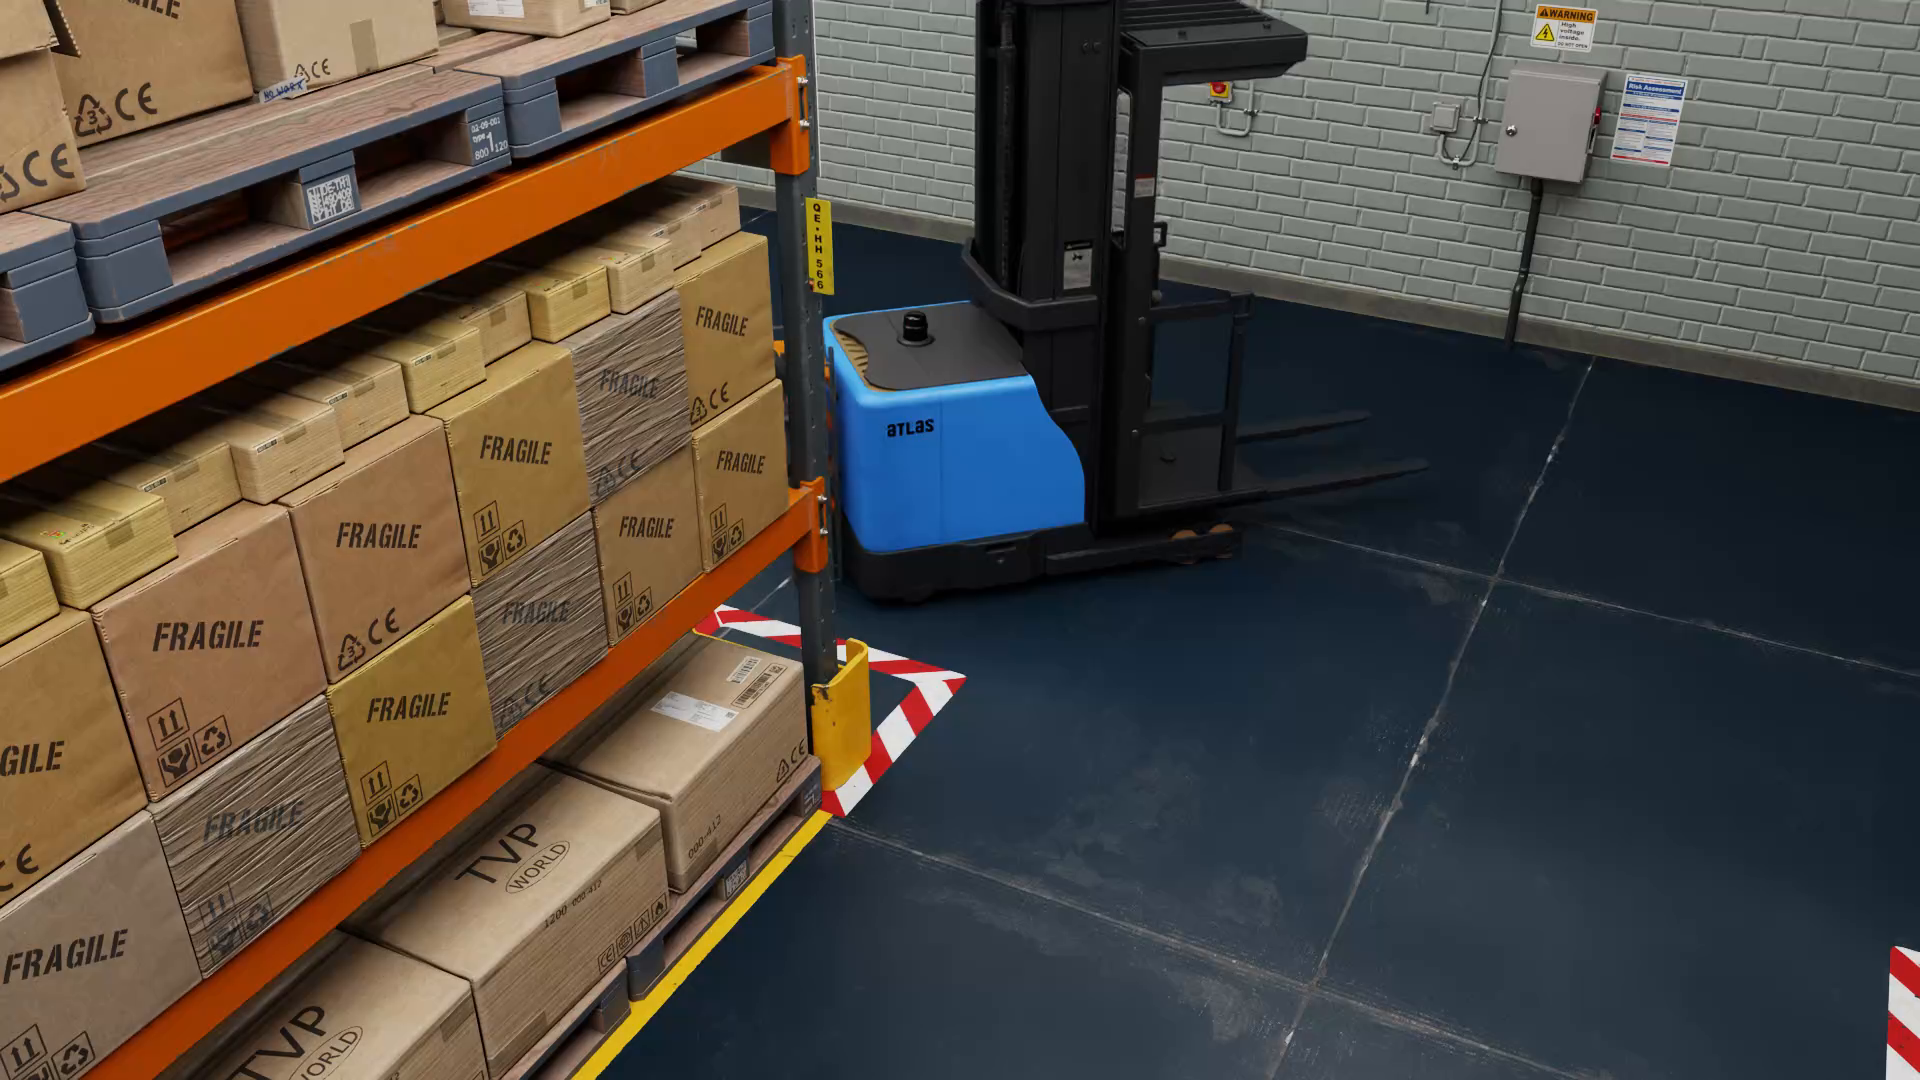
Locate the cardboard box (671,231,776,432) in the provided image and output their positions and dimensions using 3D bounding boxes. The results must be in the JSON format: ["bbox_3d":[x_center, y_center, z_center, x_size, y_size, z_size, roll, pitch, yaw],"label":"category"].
[{"bbox_3d":[-0.954,-0.709,5.369,0.500,0.500,0.500,15,33,25],"label":"cardboard box"}]

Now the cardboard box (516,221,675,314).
[{"bbox_3d":[-1.068,-0.802,4.879,0.380,0.149,0.250,14,33,23],"label":"cardboard box"}]

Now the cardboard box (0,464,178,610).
[{"bbox_3d":[-1.897,-0.014,3.506,0.380,0.149,0.250,13,32,22],"label":"cardboard box"}]

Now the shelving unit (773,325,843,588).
[{"bbox_3d":[-0.745,-0.429,7.792,0.258,1.200,0.503,-9,31,-15],"label":"shelving unit"}]

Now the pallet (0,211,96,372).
[{"bbox_3d":[-2.386,-0.350,2.924,1.003,0.211,1.213,14,33,23],"label":"pallet"}]

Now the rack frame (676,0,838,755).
[{"bbox_3d":[-0.946,-0.500,6.109,1.000,3.000,0.127,14,33,23],"label":"rack frame"}]

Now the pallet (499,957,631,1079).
[{"bbox_3d":[-1.797,1.620,5.217,1.003,0.211,1.213,14,33,23],"label":"pallet"}]

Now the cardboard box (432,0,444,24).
[{"bbox_3d":[-1.646,-1.487,4.546,0.380,0.149,0.250,16,33,25],"label":"cardboard box"}]

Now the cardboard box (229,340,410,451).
[{"bbox_3d":[-1.600,-0.364,4.115,0.380,0.149,0.250,15,33,25],"label":"cardboard box"}]

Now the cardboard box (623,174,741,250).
[{"bbox_3d":[-0.931,-1.054,5.317,0.380,0.149,0.250,15,33,24],"label":"cardboard box"}]

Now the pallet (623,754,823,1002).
[{"bbox_3d":[-1.241,1.081,6.155,1.003,0.211,1.213,14,33,23],"label":"pallet"}]

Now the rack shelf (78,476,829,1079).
[{"bbox_3d":[-1.857,0.698,4.744,1.077,0.370,4.000,14,33,23],"label":"rack shelf"}]

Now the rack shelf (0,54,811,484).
[{"bbox_3d":[-1.857,-0.602,3.997,1.077,0.370,4.000,14,33,23],"label":"rack shelf"}]

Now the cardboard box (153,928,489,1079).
[{"bbox_3d":[-1.979,1.551,4.688,0.875,0.438,0.875,13,32,22],"label":"cardboard box"}]

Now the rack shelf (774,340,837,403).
[{"bbox_3d":[-0.745,-0.769,7.596,0.258,0.148,0.480,-9,31,-15],"label":"rack shelf"}]

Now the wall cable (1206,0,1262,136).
[{"bbox_3d":[1.602,-3.459,10.210,0.585,1.953,0.123,14,33,23],"label":"wall cable"}]

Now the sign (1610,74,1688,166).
[{"bbox_3d":[3.940,-2.403,9.517,0.329,0.494,0.001,14,33,23],"label":"sign"}]

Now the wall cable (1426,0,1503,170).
[{"bbox_3d":[2.870,-3.129,9.667,0.588,1.984,0.122,14,33,23],"label":"wall cable"}]

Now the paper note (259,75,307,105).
[{"bbox_3d":[-1.385,-0.922,3.405,0.006,0.032,0.123,14,33,23],"label":"paper note"}]

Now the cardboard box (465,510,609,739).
[{"bbox_3d":[-1.398,0.180,4.825,0.500,0.500,0.500,15,33,25],"label":"cardboard box"}]

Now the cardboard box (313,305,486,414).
[{"bbox_3d":[-1.464,-0.476,4.311,0.380,0.149,0.250,15,33,24],"label":"cardboard box"}]

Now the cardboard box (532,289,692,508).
[{"bbox_3d":[-1.166,-0.471,4.954,0.500,0.500,0.500,14,33,23],"label":"cardboard box"}]

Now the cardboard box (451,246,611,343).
[{"bbox_3d":[-1.219,-0.700,4.701,0.380,0.149,0.250,15,33,24],"label":"cardboard box"}]

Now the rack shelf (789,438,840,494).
[{"bbox_3d":[-0.745,-0.370,7.825,0.258,0.148,0.480,-9,31,-15],"label":"rack shelf"}]

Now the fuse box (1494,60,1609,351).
[{"bbox_3d":[3.406,-1.905,9.850,0.539,1.711,0.414,14,33,23],"label":"fuse box"}]

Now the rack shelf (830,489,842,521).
[{"bbox_3d":[-0.744,-0.198,7.924,0.258,0.148,0.480,-9,31,-15],"label":"rack shelf"}]

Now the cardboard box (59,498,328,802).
[{"bbox_3d":[-1.856,0.193,3.798,0.500,0.500,0.500,15,33,24],"label":"cardboard box"}]

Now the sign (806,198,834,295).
[{"bbox_3d":[-0.469,-0.976,5.537,0.100,0.325,0.005,14,33,23],"label":"sign"}]

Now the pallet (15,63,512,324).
[{"bbox_3d":[-1.829,-0.888,3.862,1.003,0.211,1.213,14,33,23],"label":"pallet"}]

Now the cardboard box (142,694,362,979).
[{"bbox_3d":[-1.856,0.640,4.023,0.500,0.500,0.500,15,33,24],"label":"cardboard box"}]

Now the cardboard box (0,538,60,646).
[{"bbox_3d":[-2.044,0.097,3.313,0.380,0.149,0.250,14,33,23],"label":"cardboard box"}]

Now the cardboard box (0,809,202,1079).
[{"bbox_3d":[-2.088,0.859,3.642,0.500,0.500,0.500,15,33,24],"label":"cardboard box"}]

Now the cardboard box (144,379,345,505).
[{"bbox_3d":[-1.683,-0.237,3.895,0.380,0.149,0.250,14,33,23],"label":"cardboard box"}]

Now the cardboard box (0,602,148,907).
[{"bbox_3d":[-2.100,0.417,3.407,0.500,0.500,0.500,14,33,23],"label":"cardboard box"}]

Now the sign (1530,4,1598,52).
[{"bbox_3d":[3.451,-2.927,9.505,0.339,0.242,0.001,14,33,23],"label":"sign"}]

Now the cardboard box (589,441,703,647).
[{"bbox_3d":[-1.172,-0.051,5.226,0.500,0.500,0.500,14,33,22],"label":"cardboard box"}]

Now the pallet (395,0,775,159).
[{"bbox_3d":[-1.275,-1.431,4.807,1.003,0.211,1.213,14,33,23],"label":"pallet"}]

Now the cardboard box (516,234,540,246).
[{"bbox_3d":[-1.410,-1.032,5.278,0.380,0.149,0.250,15,33,24],"label":"cardboard box"}]

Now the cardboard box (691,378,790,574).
[{"bbox_3d":[-0.930,-0.270,5.607,0.500,0.500,0.500,14,33,24],"label":"cardboard box"}]

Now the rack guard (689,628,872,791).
[{"bbox_3d":[-0.935,0.573,6.750,1.175,0.500,0.348,14,33,23],"label":"rack guard"}]

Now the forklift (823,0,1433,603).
[{"bbox_3d":[0.863,-1.393,7.733,3.031,2.935,1.130,-9,31,-15],"label":"forklift"}]

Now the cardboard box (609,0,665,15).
[{"bbox_3d":[-1.071,-1.742,4.887,0.500,0.250,0.500,11,32,19],"label":"cardboard box"}]

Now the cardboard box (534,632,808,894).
[{"bbox_3d":[-1.158,0.744,6.093,0.875,0.438,0.875,13,32,22],"label":"cardboard box"}]

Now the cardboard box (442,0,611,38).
[{"bbox_3d":[-1.191,-1.494,4.557,0.380,0.149,0.250,12,32,19],"label":"cardboard box"}]

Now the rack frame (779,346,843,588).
[{"bbox_3d":[-0.673,-0.313,7.589,0.240,1.200,0.015,-9,31,-15],"label":"rack frame"}]

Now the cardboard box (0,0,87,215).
[{"bbox_3d":[-2.182,-0.903,3.173,0.797,0.503,0.637,17,34,27],"label":"cardboard box"}]

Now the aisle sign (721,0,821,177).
[{"bbox_3d":[-0.637,-1.589,5.395,0.394,0.787,0.004,14,33,23],"label":"aisle sign"}]

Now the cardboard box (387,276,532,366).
[{"bbox_3d":[-1.402,-0.600,4.527,0.380,0.149,0.250,14,33,23],"label":"cardboard box"}]

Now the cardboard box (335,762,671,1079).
[{"bbox_3d":[-1.567,1.152,5.384,0.875,0.438,0.875,15,33,25],"label":"cardboard box"}]

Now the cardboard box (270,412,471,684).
[{"bbox_3d":[-1.625,-0.030,4.186,0.500,0.500,0.500,14,33,23],"label":"cardboard box"}]

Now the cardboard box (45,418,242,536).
[{"bbox_3d":[-1.856,-0.144,3.733,0.380,0.149,0.250,14,33,23],"label":"cardboard box"}]

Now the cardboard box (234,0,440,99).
[{"bbox_3d":[-1.672,-1.336,4.119,0.500,0.311,0.500,15,33,24],"label":"cardboard box"}]

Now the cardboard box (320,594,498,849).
[{"bbox_3d":[-1.621,0.411,4.421,0.500,0.500,0.500,15,33,25],"label":"cardboard box"}]

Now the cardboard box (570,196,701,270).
[{"bbox_3d":[-1.025,-0.936,5.112,0.380,0.149,0.250,15,33,24],"label":"cardboard box"}]

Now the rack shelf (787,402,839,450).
[{"bbox_3d":[-0.745,-0.564,7.714,0.258,0.148,0.480,-9,31,-15],"label":"rack shelf"}]

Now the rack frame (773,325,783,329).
[{"bbox_3d":[-0.816,-0.545,7.994,0.240,1.200,0.015,-9,31,-15],"label":"rack frame"}]

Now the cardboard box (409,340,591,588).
[{"bbox_3d":[-1.394,-0.253,4.573,0.500,0.500,0.500,14,33,23],"label":"cardboard box"}]

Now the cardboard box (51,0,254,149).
[{"bbox_3d":[-1.998,-1.210,3.711,0.500,0.500,0.500,15,33,24],"label":"cardboard box"}]
